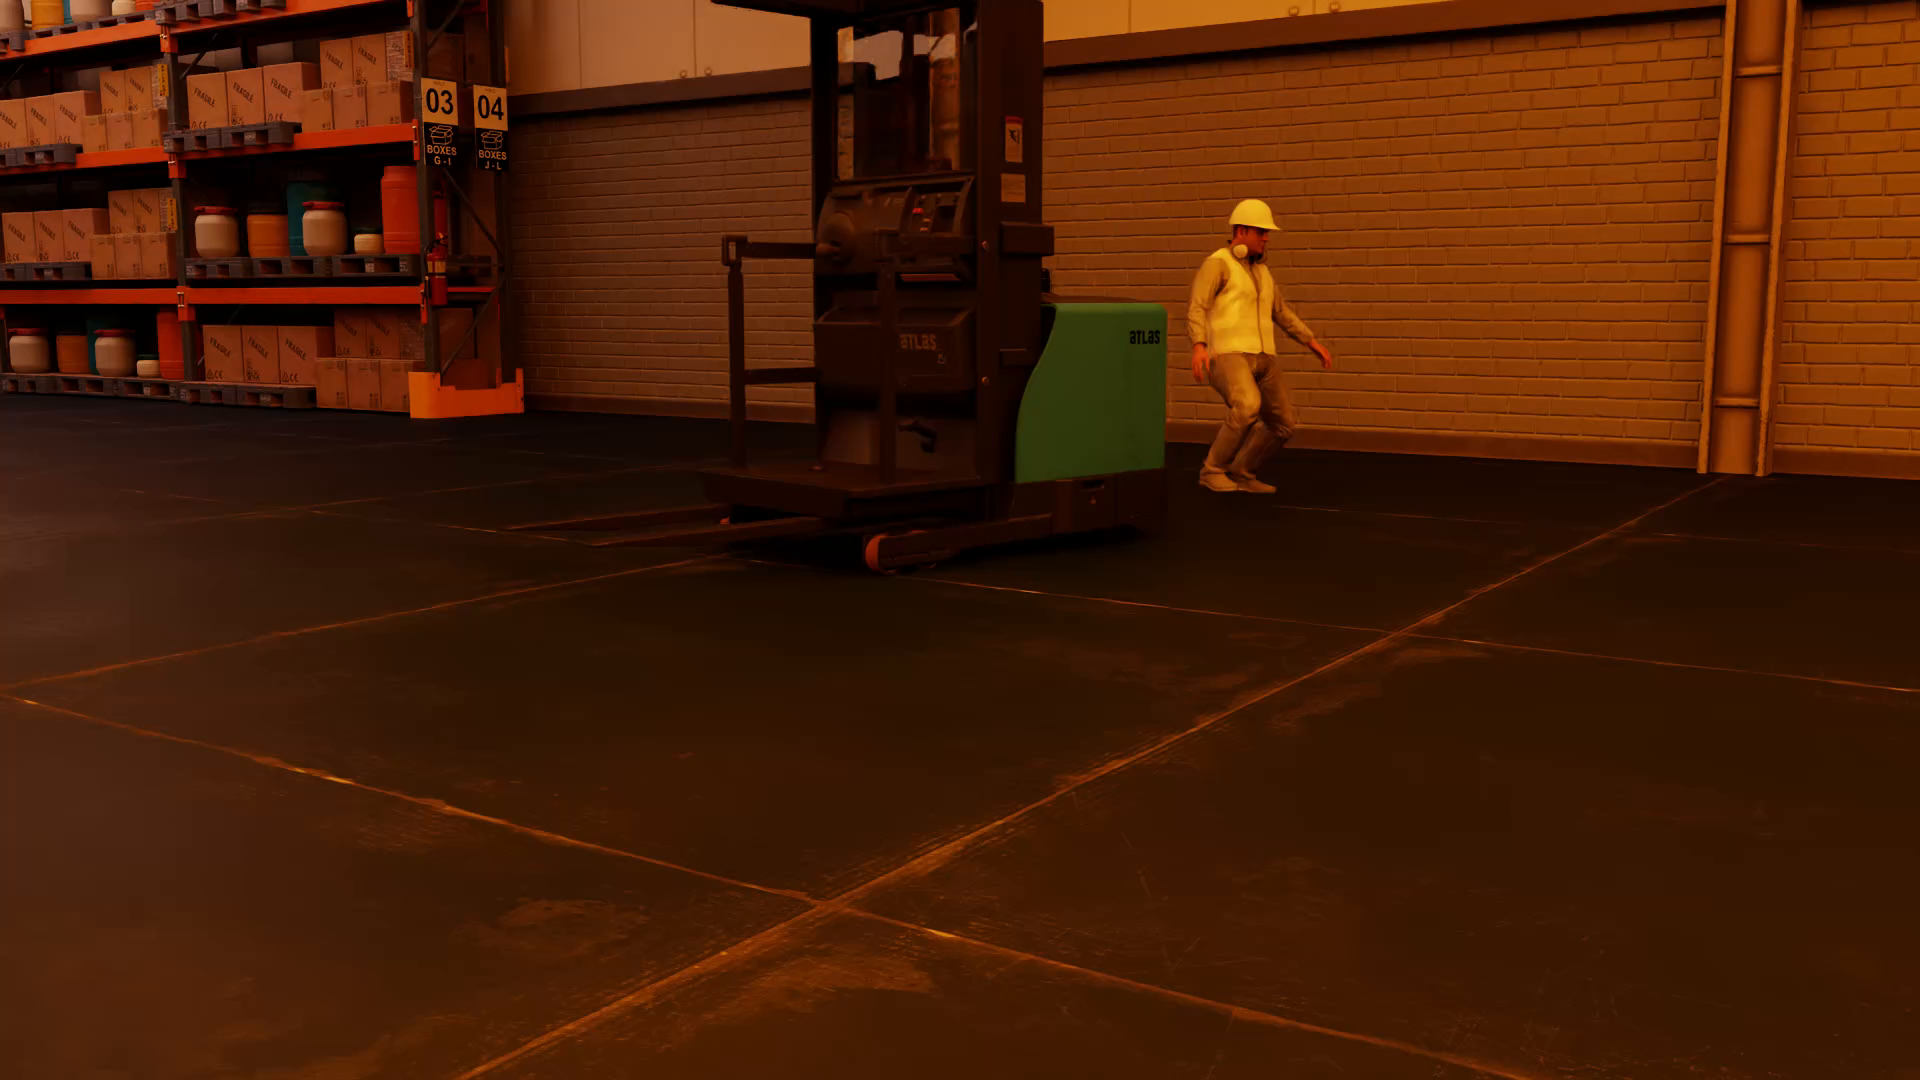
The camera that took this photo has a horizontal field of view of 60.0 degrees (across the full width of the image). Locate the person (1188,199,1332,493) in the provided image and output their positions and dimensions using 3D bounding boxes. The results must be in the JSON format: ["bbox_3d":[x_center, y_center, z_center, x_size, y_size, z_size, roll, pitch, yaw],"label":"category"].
[{"bbox_3d":[1.590,-1.030,9.113,0.936,1.648,0.664,-7,10,-39],"label":"person"}]

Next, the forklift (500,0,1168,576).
[{"bbox_3d":[-0.438,-1.391,6.977,3.031,2.935,1.130,-8,11,-43],"label":"forklift"}]
